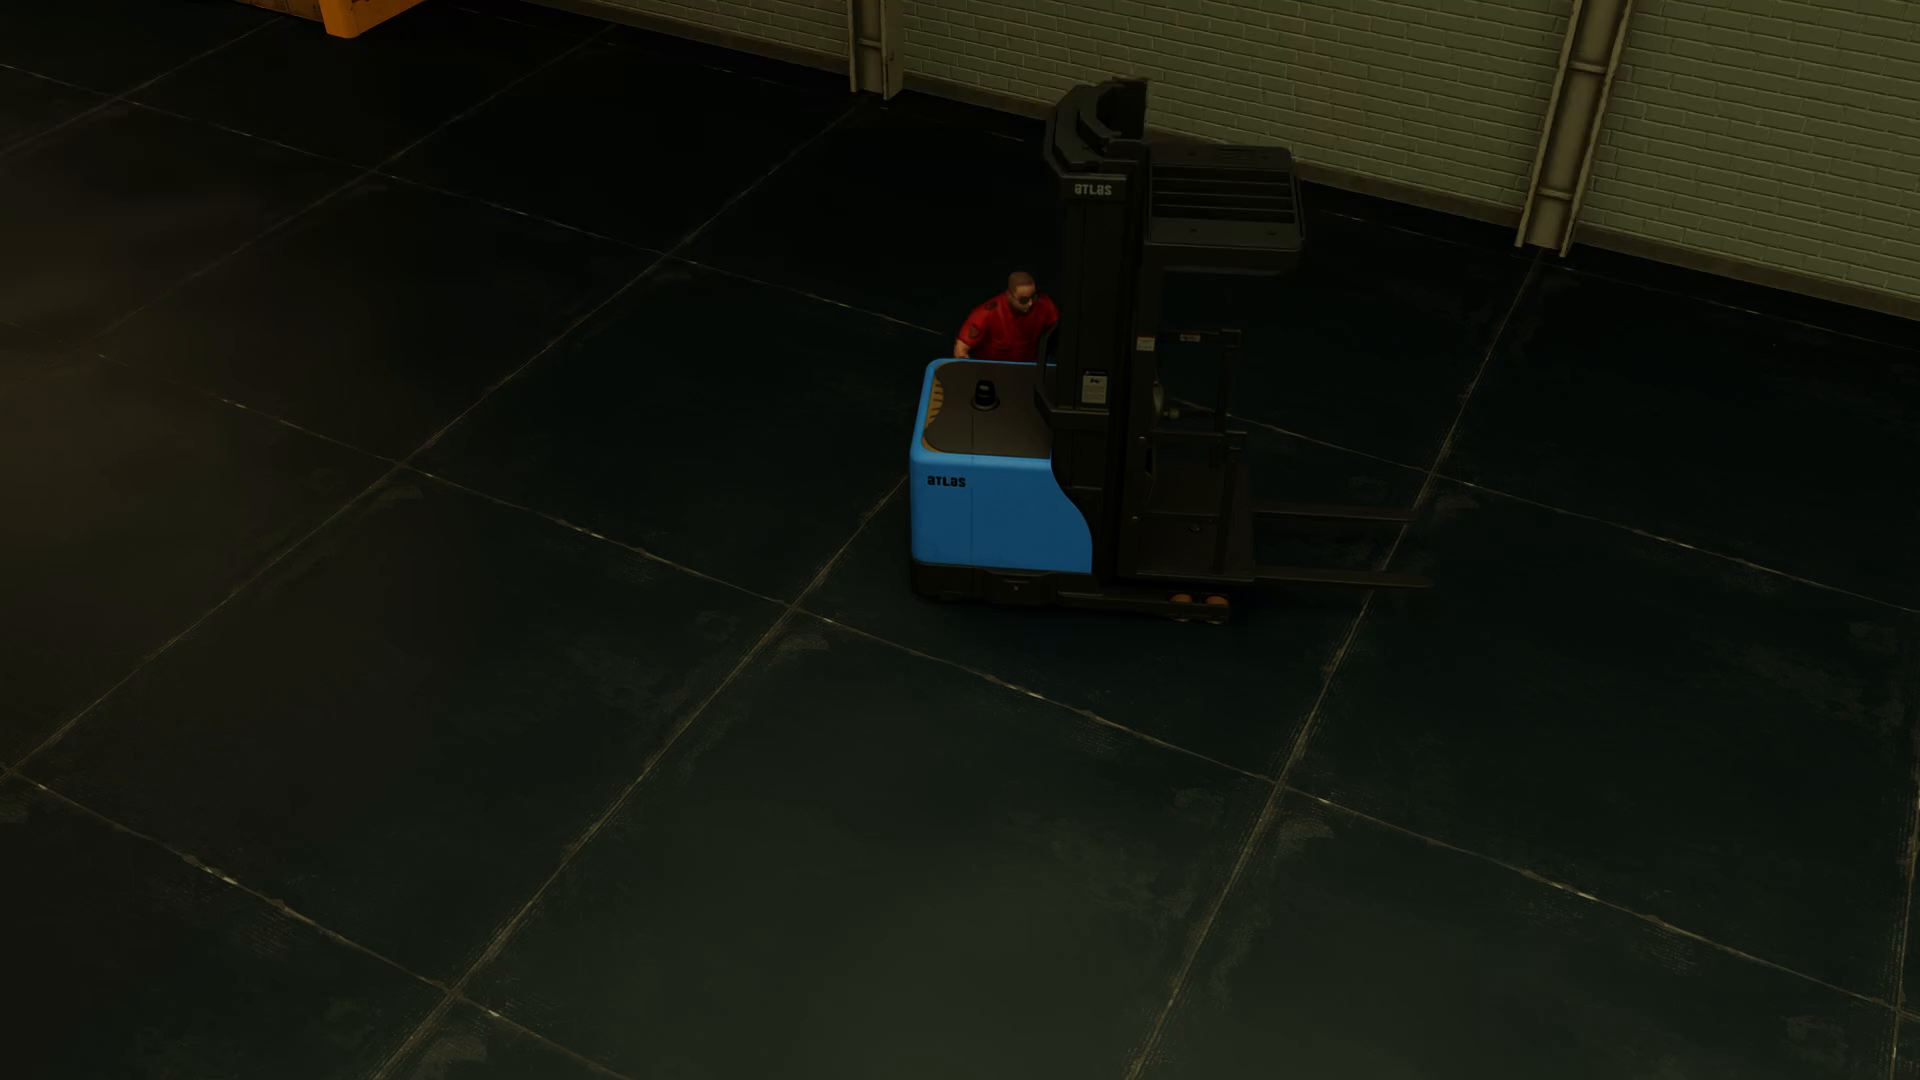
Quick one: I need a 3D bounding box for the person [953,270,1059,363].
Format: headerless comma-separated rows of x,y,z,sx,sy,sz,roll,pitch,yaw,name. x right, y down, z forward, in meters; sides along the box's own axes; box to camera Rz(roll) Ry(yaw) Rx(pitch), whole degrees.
0.421,-0.899,10.222,0.819,1.525,0.842,-23,45,-25,person

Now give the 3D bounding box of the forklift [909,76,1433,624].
1.254,-0.992,9.165,3.031,2.935,1.130,4,40,4,forklift
